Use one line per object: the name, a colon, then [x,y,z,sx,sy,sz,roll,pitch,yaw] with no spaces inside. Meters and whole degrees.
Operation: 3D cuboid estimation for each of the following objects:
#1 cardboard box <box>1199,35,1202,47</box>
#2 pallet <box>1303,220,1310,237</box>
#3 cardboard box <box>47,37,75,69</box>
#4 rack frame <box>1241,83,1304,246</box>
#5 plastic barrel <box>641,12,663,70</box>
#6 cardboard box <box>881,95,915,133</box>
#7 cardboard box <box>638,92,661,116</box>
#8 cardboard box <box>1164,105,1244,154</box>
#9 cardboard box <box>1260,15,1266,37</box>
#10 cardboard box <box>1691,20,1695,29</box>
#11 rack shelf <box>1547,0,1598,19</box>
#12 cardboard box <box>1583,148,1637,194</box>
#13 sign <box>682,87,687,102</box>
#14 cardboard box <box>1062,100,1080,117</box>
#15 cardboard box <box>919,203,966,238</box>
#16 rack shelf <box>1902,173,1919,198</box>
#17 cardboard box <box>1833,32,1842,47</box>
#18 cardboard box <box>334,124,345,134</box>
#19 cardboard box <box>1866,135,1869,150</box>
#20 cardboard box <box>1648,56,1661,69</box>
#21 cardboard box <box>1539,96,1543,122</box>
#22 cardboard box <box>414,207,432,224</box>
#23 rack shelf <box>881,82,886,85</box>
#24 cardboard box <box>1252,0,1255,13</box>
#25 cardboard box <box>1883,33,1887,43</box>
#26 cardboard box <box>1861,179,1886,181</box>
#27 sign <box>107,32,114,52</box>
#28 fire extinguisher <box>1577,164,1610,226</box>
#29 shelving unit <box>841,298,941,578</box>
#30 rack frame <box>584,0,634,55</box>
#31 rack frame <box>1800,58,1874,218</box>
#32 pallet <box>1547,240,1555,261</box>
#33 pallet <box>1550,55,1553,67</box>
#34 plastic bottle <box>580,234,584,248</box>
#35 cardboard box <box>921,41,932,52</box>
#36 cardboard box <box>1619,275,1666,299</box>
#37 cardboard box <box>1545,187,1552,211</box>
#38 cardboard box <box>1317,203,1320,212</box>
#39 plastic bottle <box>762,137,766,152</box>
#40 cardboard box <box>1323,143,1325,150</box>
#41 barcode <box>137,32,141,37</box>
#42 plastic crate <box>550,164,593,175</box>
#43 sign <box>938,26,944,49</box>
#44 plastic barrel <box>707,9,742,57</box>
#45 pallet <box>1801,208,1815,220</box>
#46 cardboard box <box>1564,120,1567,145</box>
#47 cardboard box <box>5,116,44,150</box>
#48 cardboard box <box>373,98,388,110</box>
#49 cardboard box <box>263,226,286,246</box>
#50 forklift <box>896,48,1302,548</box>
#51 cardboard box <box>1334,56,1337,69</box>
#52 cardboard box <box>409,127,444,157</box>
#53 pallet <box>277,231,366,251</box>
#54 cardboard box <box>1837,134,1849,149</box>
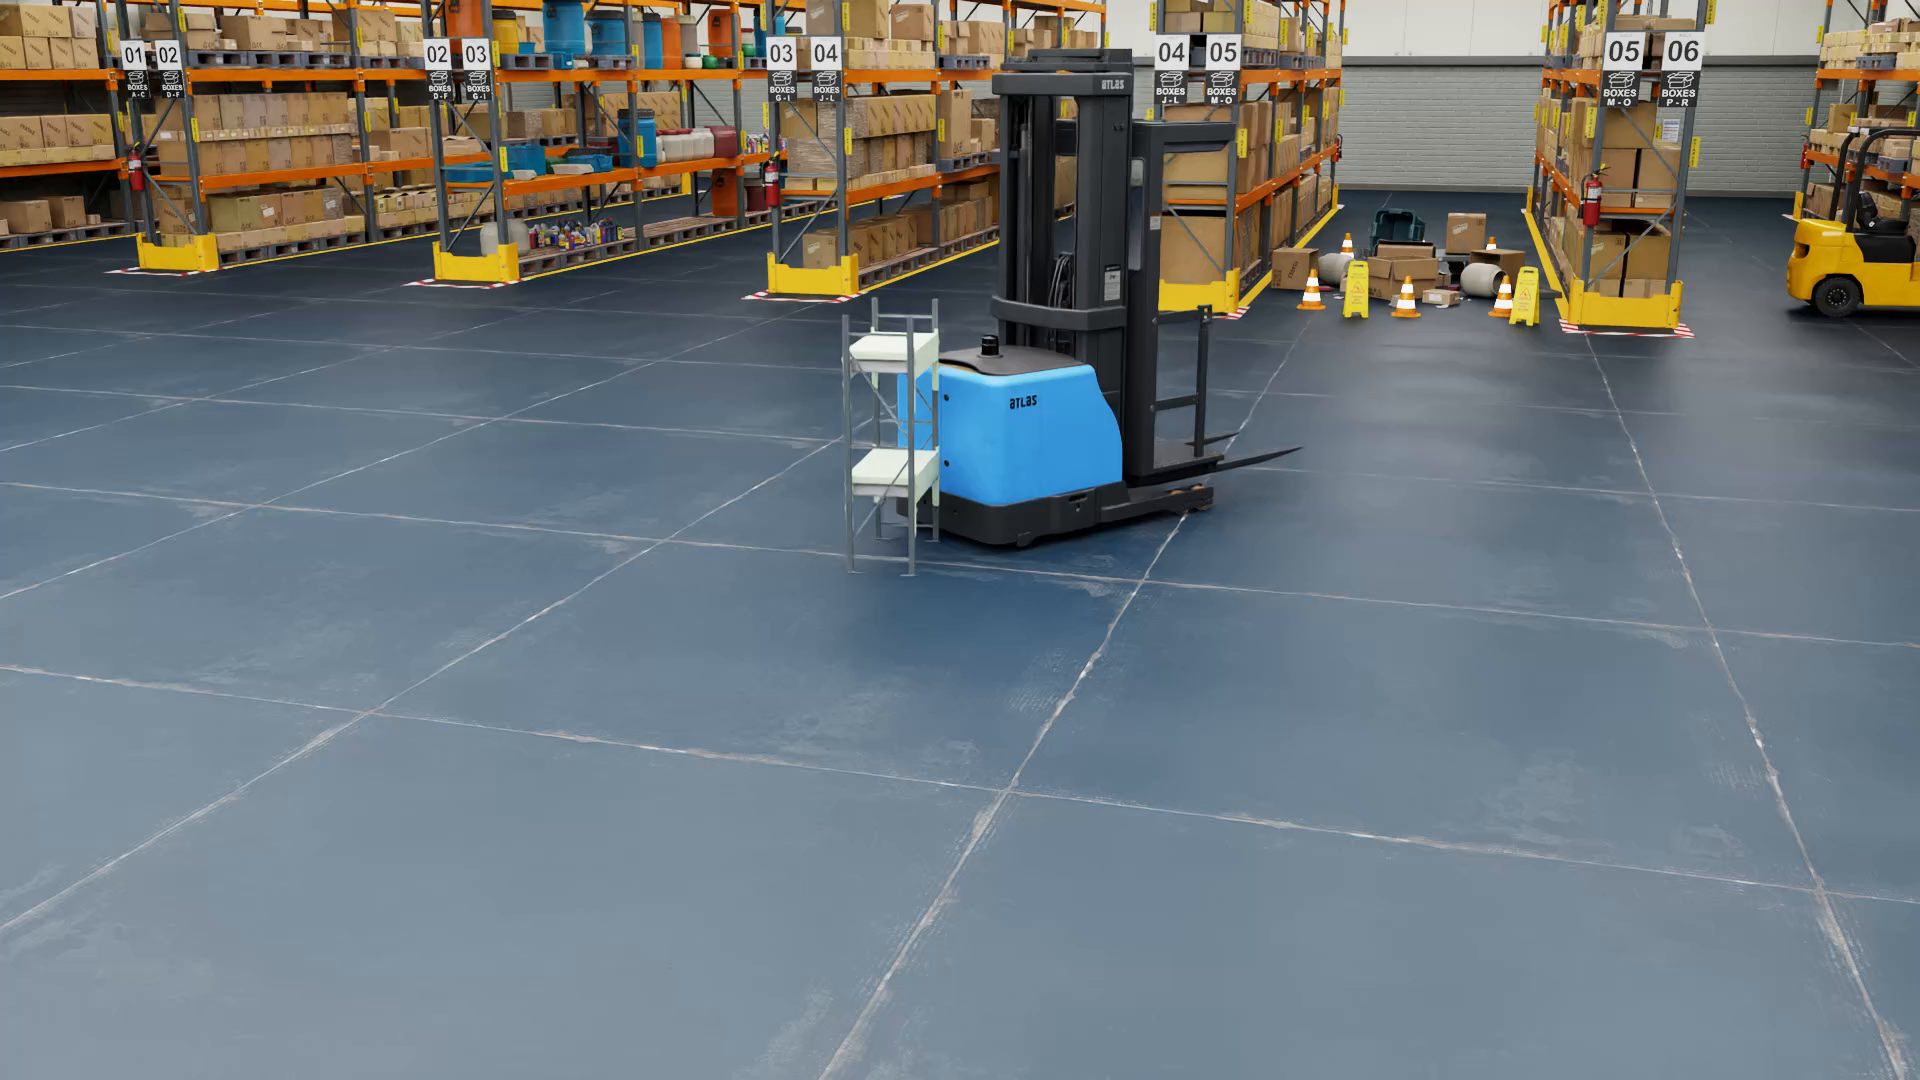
cardboard box: [2.774,-6.141,20.492,0.380,0.149,0.250,5,17,16]
pallet: [5.633,-5.530,29.438,1.003,0.211,1.213,5,16,16]
cardboard box: [-15.112,-8.084,27.616,0.500,0.500,0.500,3,16,11]
rack frame: [5.061,-6.349,27.216,1.000,3.000,0.127,5,16,16]
plastic barrel: [-5.243,-8.274,27.587,0.600,0.901,0.708,5,16,16]
cardboard box: [-0.951,-5.985,23.372,0.500,0.500,0.500,5,16,16]
cardboard box: [-7.038,-9.745,37.174,0.500,0.500,0.500,5,17,17]
cardboard box: [2.930,-4.942,20.001,0.875,0.550,0.550,5,16,16]
cardboard box: [3.600,-6.523,21.108,0.500,0.250,0.500,5,16,16]
cardboard box: [8.188,-5.869,19.027,0.380,0.149,0.250,5,16,16]
rack shelf: [11.541,-9.909,30.824,1.077,0.370,4.000,5,16,16]
cardboard box: [7.452,-4.253,19.098,0.500,0.500,0.500,4,16,15]
sign: [-6.363,-10.283,38.385,0.100,0.325,0.005,5,16,16]
cardboard box: [2.143,-8.608,33.537,0.500,0.500,0.500,4,16,14]
cardboard box: [-0.295,-5.151,26.768,0.700,0.500,0.500,3,16,11]
rack shelf: [14.027,-4.738,22.855,1.077,0.370,4.000,5,16,16]
cardboard box: [16.210,-9.094,30.212,0.500,0.250,0.500,4,16,15]
cardboard box: [-10.244,-6.690,27.048,0.380,0.149,0.250,4,16,15]
cardboard box: [14.970,-6.458,27.076,0.396,0.266,0.258,5,17,19]
cardboard box: [7.956,-5.358,18.685,0.380,0.149,0.250,4,16,14]
cardboard box: [11.559,-8.374,32.341,0.500,0.500,0.500,4,16,14]
cardboard box: [-9.656,-5.717,29.259,0.500,0.250,0.500,4,16,14]
rack shelf: [-2.710,-9.811,35.242,1.077,0.370,4.000,5,16,16]
cardboard box: [3.332,-6.407,19.970,0.380,0.149,0.250,4,16,15]
cardboard box: [14.927,-7.983,26.442,0.380,0.149,0.250,5,17,16]
cardboard box: [15.433,-6.031,28.172,0.380,0.149,0.250,4,16,15]
sign: [-14.528,-8.517,28.417,0.100,0.325,0.005,5,16,16]
fire extinguisher: [7.088,-3.867,18.608,0.296,0.674,0.183,5,16,16]
shelving unit: [-0.392,-0.616,9.753,0.431,1.500,0.755,3,16,10]
rack frame: [-5.551,-8.984,25.511,1.000,3.000,0.127,5,16,16]
rack frame: [16.869,-7.700,31.981,1.000,3.000,0.127,5,16,16]
pallet: [9.612,-4.446,25.616,1.003,0.211,1.213,5,16,16]
pallet: [11.215,-8.652,30.000,1.003,0.211,1.213,5,16,16]
plastic bottle: [-5.720,-4.508,25.049,0.097,0.201,0.097,0,16,0]
cardboard box: [-0.618,-7.169,24.154,0.380,0.149,0.250,5,17,18]
cardboard box: [8.056,-2.967,19.563,0.500,0.250,0.500,4,16,15]
cardboard box: [11.507,-6.398,31.313,0.875,0.438,0.875,4,16,14]
cardboard box: [6.609,-6.296,31.485,0.380,0.149,0.250,4,16,13]
plastic bottle: [-3.688,-7.415,31.210,0.097,0.271,0.097,0,16,0]
cardboard box: [6.837,-7.602,32.094,0.380,0.149,0.250,5,17,17]
barcode: [-11.813,-7.275,23.920,0.001,0.075,0.075,5,16,16]
plastic crate: [-5.770,-5.526,24.799,0.530,0.136,0.437,5,16,16]
sign: [-0.280,-7.365,24.354,0.100,0.325,0.005,5,16,16]
plastic barrel: [-4.251,-9.144,30.017,0.600,0.830,0.708,5,16,16]
pallet: [16.622,-6.130,31.556,1.003,0.211,1.213,5,16,16]
cardboard box: [9.200,-6.009,24.518,0.500,0.500,0.500,5,17,17]
cardboard box: [-15.325,-6.618,27.030,0.500,0.500,0.500,5,17,18]
cardboard box: [-12.664,-9.378,35.757,0.500,0.250,0.500,5,17,17]
cardboard box: [-10.789,-4.700,25.673,0.500,0.250,0.500,5,16,16]
forklift: [1.055,-1.671,10.849,3.031,2.935,1.130,-12,20,-37]
cardboard box: [7.035,-9.270,32.292,0.500,0.250,0.500,5,17,18]
cardboard box: [-9.624,-7.137,29.811,0.500,0.500,0.500,4,16,13]
pallet: [-10.566,-4.936,27.346,1.003,0.211,1.213,5,16,16]
cardboard box: [15.771,-7.009,29.274,0.500,0.250,0.500,5,16,16]
